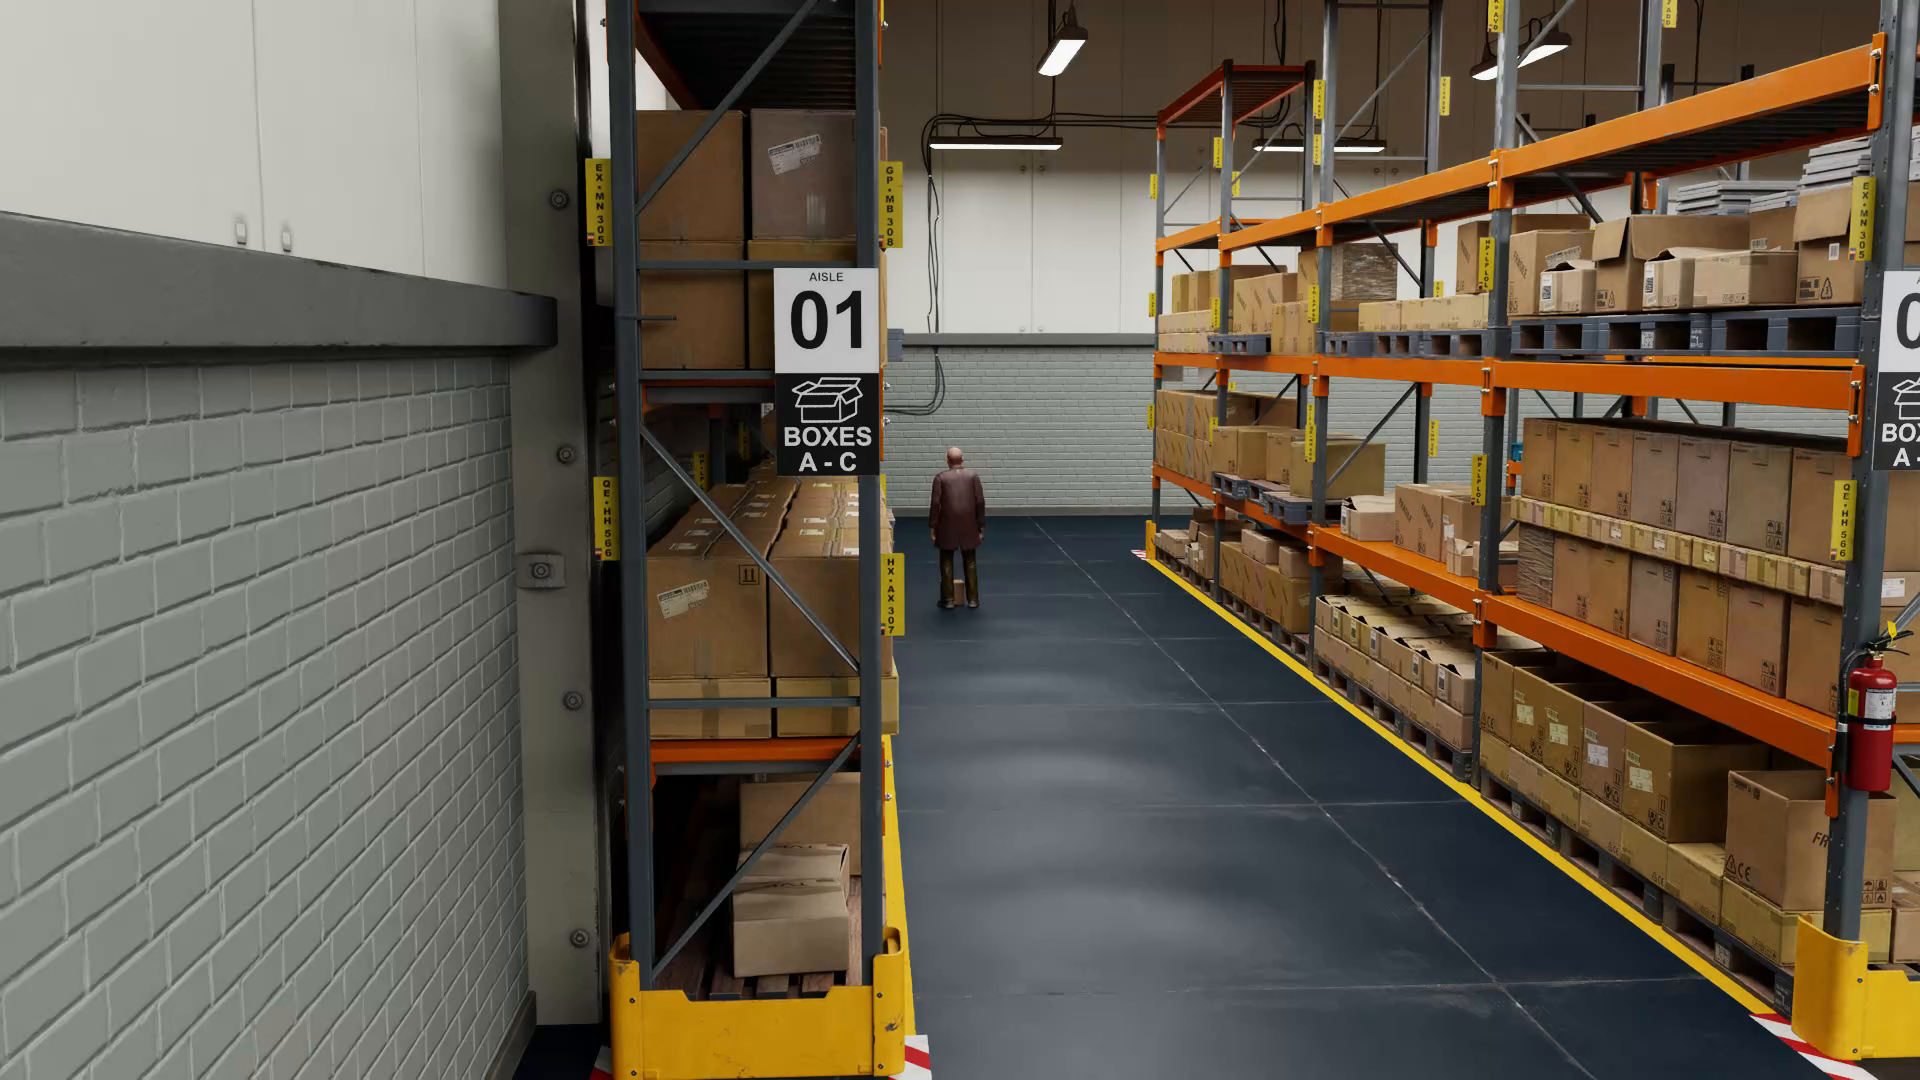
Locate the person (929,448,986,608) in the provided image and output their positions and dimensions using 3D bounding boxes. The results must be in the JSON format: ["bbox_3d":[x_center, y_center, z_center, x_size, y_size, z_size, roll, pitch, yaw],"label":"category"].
[{"bbox_3d":[-0.031,-0.137,18.471,0.642,1.773,0.431,-1,7,-9],"label":"person"}]
